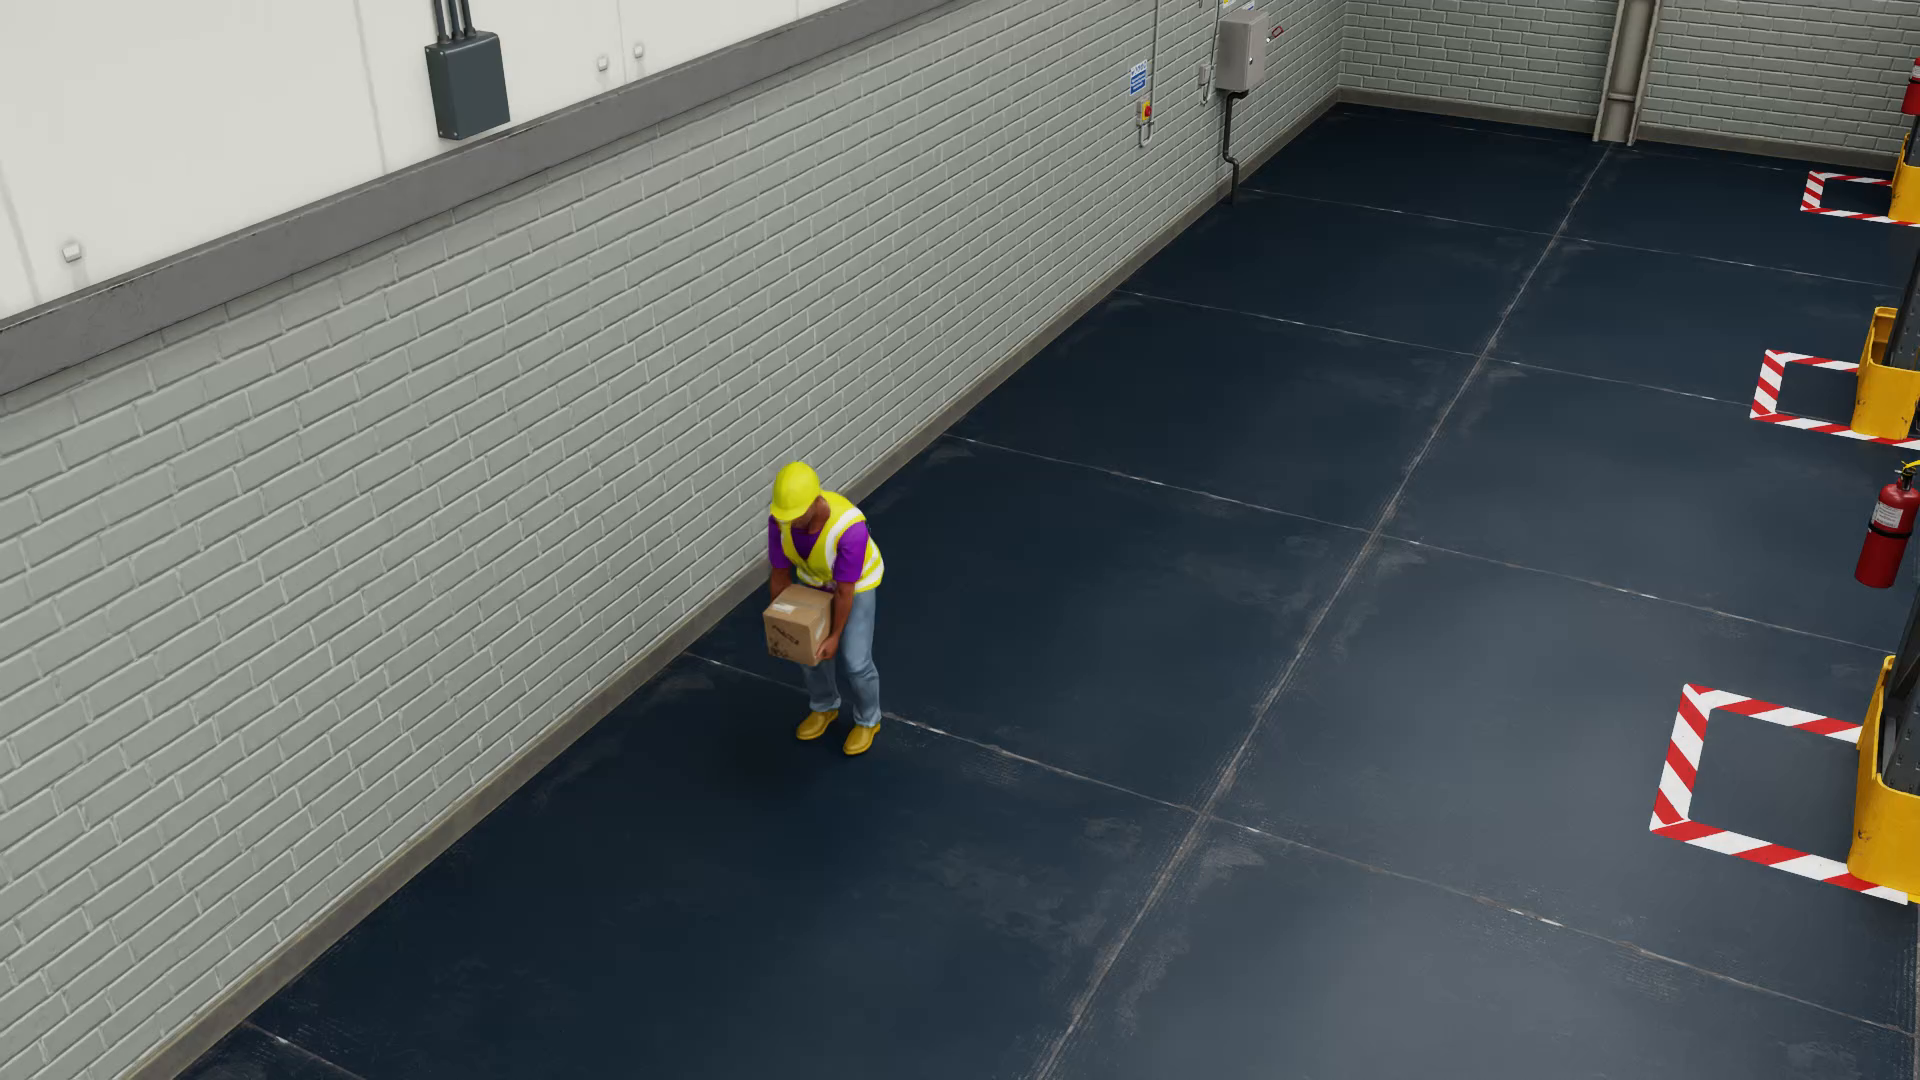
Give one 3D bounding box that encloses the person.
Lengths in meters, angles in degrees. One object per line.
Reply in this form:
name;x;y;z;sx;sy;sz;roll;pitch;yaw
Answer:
person;-0.641;0.305;7.846;0.483;1.657;0.693;14;33;22
